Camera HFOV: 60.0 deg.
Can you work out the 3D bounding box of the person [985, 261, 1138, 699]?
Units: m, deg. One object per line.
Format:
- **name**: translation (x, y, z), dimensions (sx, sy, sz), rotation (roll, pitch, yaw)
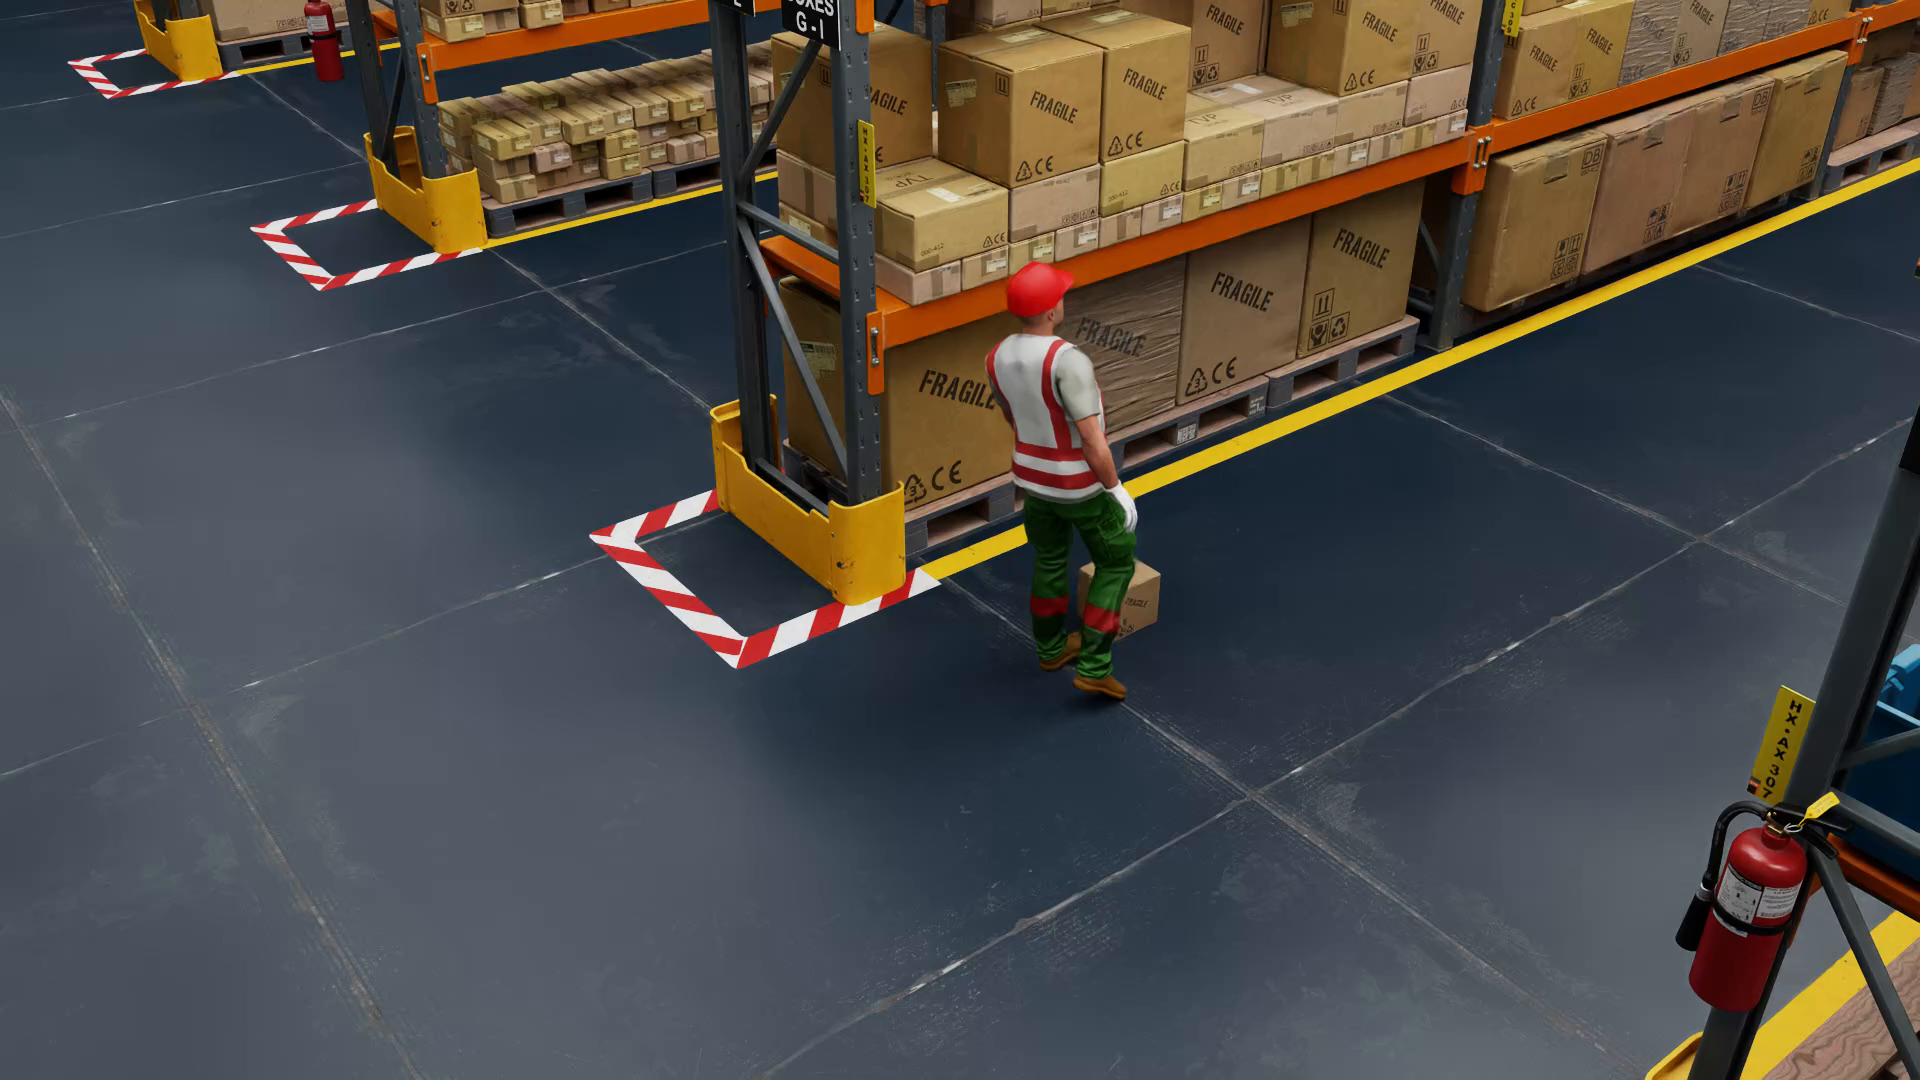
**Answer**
- **person**: translation (0.450, -0.222, 6.502), dimensions (0.707, 1.812, 0.492), rotation (21, 38, 30)
